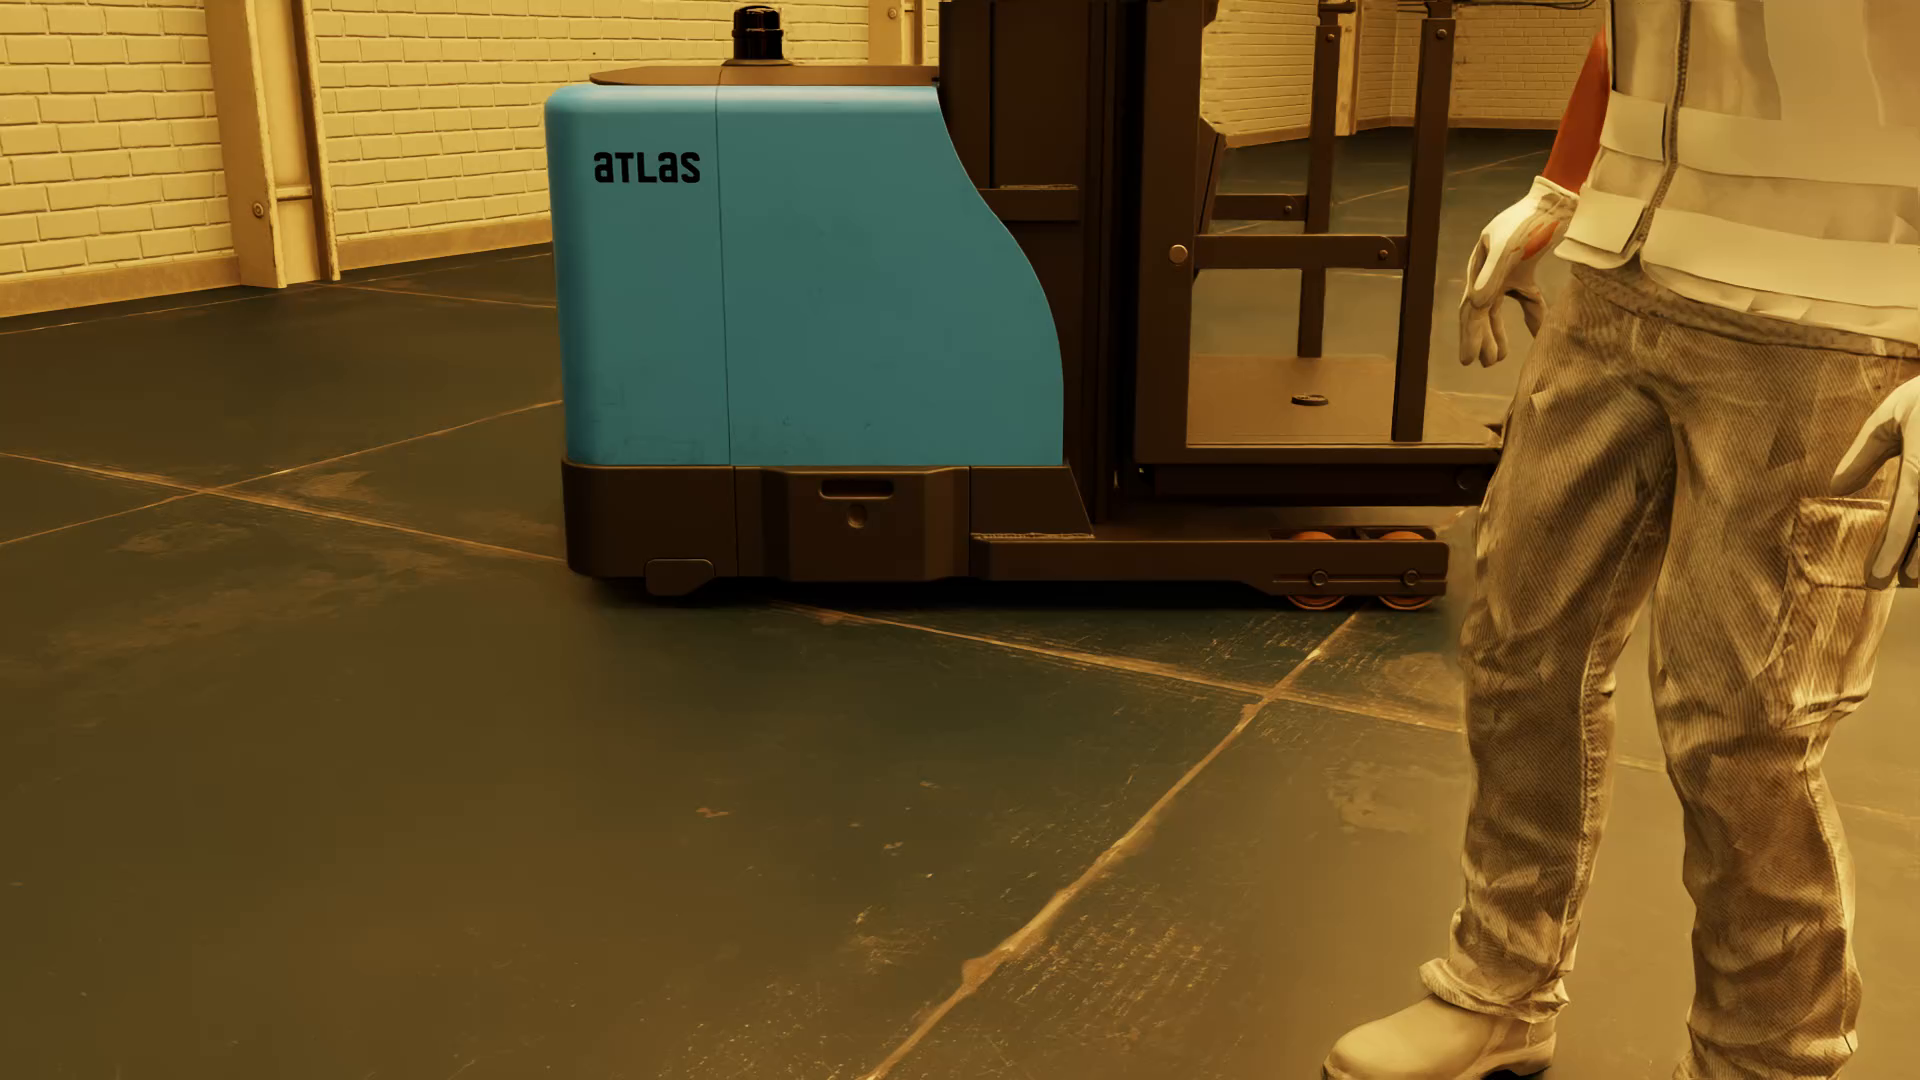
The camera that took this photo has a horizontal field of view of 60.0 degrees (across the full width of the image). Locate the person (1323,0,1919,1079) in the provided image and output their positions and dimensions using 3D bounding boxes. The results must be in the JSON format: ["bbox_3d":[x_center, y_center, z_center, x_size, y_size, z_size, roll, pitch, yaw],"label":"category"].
[{"bbox_3d":[0.696,-0.196,1.584,0.499,1.767,0.764,-5,17,-18],"label":"person"}]

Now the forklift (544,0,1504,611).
[{"bbox_3d":[0.664,-1.407,3.629,3.031,2.935,1.130,0,16,0],"label":"forklift"}]
